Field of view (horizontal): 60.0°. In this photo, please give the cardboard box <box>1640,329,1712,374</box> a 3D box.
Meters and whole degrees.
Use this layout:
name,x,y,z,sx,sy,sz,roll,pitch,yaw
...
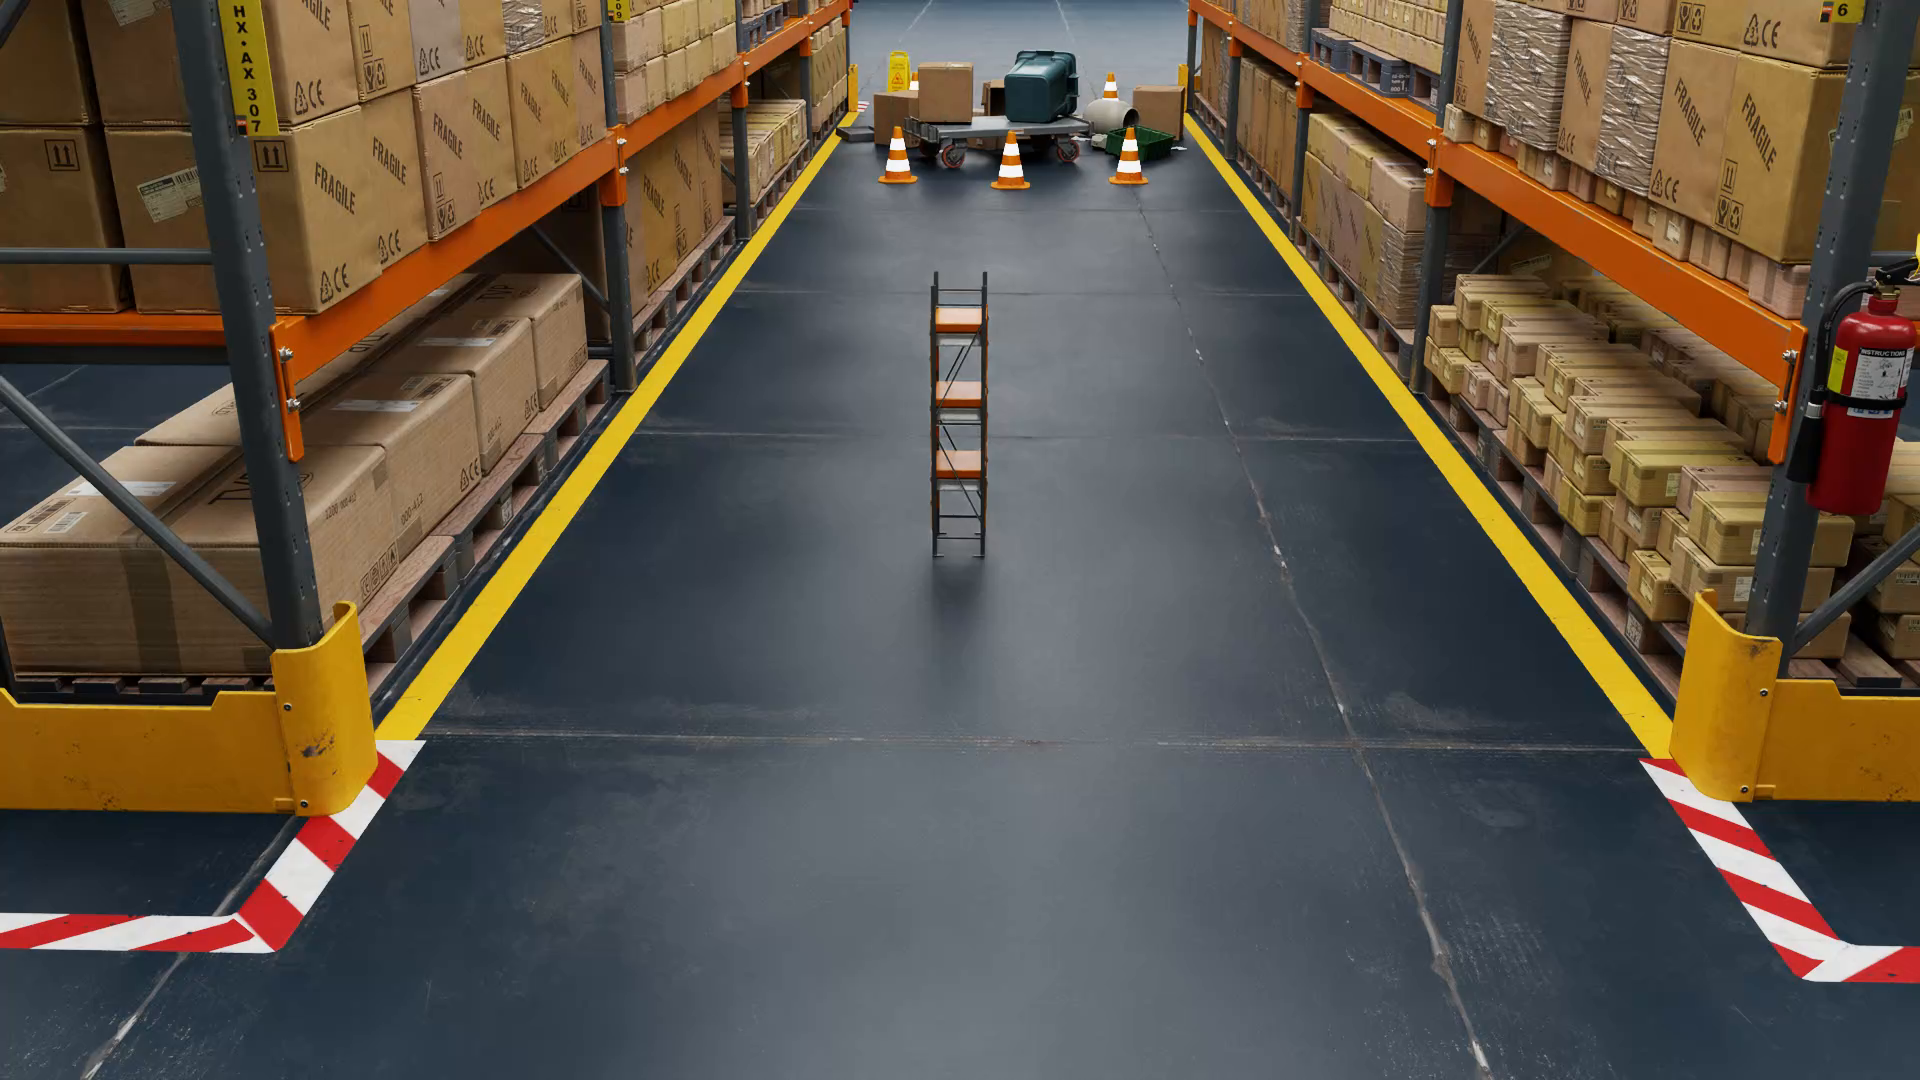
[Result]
name,x,y,z,sx,sy,sz,roll,pitch,yaw
cardboard box,3.074,-0.780,6.931,0.380,0.149,0.250,0,21,-1

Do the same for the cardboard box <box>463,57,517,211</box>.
name,x,y,z,sx,sy,sz,roll,pitch,yaw
cardboard box,-1.957,-1.479,6.056,0.500,0.500,0.500,1,21,3

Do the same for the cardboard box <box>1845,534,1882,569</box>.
name,x,y,z,sx,sy,sz,roll,pitch,yaw
cardboard box,3.010,0.014,5.297,0.380,0.149,0.250,1,21,1

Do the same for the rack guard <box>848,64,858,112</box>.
name,x,y,z,sx,sy,sz,roll,pitch,yaw
rack guard,-1.793,-5.306,19.513,1.175,0.500,0.348,1,21,2

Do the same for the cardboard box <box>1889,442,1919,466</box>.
name,x,y,z,sx,sy,sz,roll,pitch,yaw
cardboard box,3.052,-0.216,5.478,0.380,0.149,0.250,1,21,1

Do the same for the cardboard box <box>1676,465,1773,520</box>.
name,x,y,z,sx,sy,sz,roll,pitch,yaw
cardboard box,2.501,-0.125,5.241,0.380,0.149,0.250,1,21,3

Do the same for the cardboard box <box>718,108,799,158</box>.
name,x,y,z,sx,sy,sz,roll,pitch,yaw
cardboard box,-1.945,-3.574,14.645,0.950,0.372,0.625,2,21,5

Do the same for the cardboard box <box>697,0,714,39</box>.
name,x,y,z,sx,sy,sz,roll,pitch,yaw
cardboard box,-1.802,-3.221,10.200,0.500,0.250,0.500,0,21,0

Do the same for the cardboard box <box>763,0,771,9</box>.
name,x,y,z,sx,sy,sz,roll,pitch,yaw
cardboard box,-1.741,-4.384,13.449,0.380,0.149,0.250,1,21,3

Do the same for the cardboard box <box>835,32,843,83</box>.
name,x,y,z,sx,sy,sz,roll,pitch,yaw
cardboard box,-1.567,-5.281,18.177,0.500,0.500,0.500,1,21,4

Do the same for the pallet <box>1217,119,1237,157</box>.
name,x,y,z,sx,sy,sz,roll,pitch,yaw
pallet,3.139,-4.009,16.569,1.003,0.211,1.213,1,21,2

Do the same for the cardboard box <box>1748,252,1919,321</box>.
name,x,y,z,sx,sy,sz,roll,pitch,yaw
cardboard box,2.400,-0.700,4.533,0.380,0.149,0.250,1,21,2

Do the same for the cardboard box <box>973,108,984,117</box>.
name,x,y,z,sx,sy,sz,roll,pitch,yaw
cardboard box,0.188,-4.674,18.370,0.380,0.149,0.250,13,25,29

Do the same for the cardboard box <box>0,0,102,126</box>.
name,x,y,z,sx,sy,sz,roll,pitch,yaw
cardboard box,-2.501,-1.404,4.479,0.500,0.500,0.500,1,21,3

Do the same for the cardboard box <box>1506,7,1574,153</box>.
name,x,y,z,sx,sy,sz,roll,pitch,yaw
cardboard box,2.469,-1.791,6.448,0.500,0.500,0.500,0,21,0

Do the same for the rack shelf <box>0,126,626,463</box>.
name,x,y,z,sx,sy,sz,roll,pitch,yaw
rack shelf,-2.217,-1.102,6.216,1.077,0.370,4.000,1,21,2

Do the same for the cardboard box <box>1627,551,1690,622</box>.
name,x,y,z,sx,sy,sz,roll,pitch,yaw
cardboard box,2.387,0.151,5.355,0.380,0.149,0.250,1,21,3

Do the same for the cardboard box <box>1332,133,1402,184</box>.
name,x,y,z,sx,sy,sz,roll,pitch,yaw
cardboard box,2.610,-2.360,10.302,0.500,0.250,0.500,1,21,2

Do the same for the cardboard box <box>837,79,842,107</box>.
name,x,y,z,sx,sy,sz,roll,pitch,yaw
cardboard box,-1.570,-4.930,18.310,0.500,0.250,0.500,1,21,2

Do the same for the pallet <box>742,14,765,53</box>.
name,x,y,z,sx,sy,sz,roll,pitch,yaw
pallet,-2.119,-3.776,12.379,1.213,0.211,1.003,1,21,2

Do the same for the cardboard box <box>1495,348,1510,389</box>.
name,x,y,z,sx,sy,sz,roll,pitch,yaw
cardboard box,2.563,-0.742,7.243,0.380,0.149,0.250,0,21,-1

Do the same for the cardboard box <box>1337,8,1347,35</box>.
name,x,y,z,sx,sy,sz,roll,pitch,yaw
cardboard box,2.693,-3.411,10.939,0.380,0.149,0.250,2,21,4

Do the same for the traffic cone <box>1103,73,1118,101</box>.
name,x,y,z,sx,sy,sz,roll,pitch,yaw
traffic cone,1.724,-5.122,19.090,0.336,0.463,0.334,1,21,2

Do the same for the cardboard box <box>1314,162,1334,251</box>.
name,x,y,z,sx,sy,sz,roll,pitch,yaw
cardboard box,2.628,-2.184,10.887,0.500,0.500,0.500,1,21,2

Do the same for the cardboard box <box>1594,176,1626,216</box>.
name,x,y,z,sx,sy,sz,roll,pitch,yaw
cardboard box,2.519,-1.261,5.979,0.380,0.149,0.250,1,21,3

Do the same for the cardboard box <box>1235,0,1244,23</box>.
name,x,y,z,sx,sy,sz,roll,pitch,yaw
cardboard box,2.753,-4.894,14.858,0.500,0.500,0.500,1,21,2

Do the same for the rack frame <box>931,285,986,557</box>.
name,x,y,z,sx,sy,sz,roll,pitch,yaw
rack frame,-0.005,-0.426,6.175,0.200,1.050,0.008,1,21,2

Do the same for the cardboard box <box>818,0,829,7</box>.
name,x,y,z,sx,sy,sz,roll,pitch,yaw
cardboard box,-1.534,-5.508,16.926,0.380,0.149,0.250,1,21,2

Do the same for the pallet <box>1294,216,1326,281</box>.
name,x,y,z,sx,sy,sz,roll,pitch,yaw
pallet,2.891,-2.006,11.407,1.003,0.211,1.213,1,21,2

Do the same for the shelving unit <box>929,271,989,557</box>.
name,x,y,z,sx,sy,sz,roll,pitch,yaw
shelving unit,-0.002,-0.470,6.289,0.215,1.050,0.252,1,21,2

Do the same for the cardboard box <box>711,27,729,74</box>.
name,x,y,z,sx,sy,sz,roll,pitch,yaw
cardboard box,-1.790,-3.166,10.749,0.500,0.250,0.500,1,21,3

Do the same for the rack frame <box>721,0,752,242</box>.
name,x,y,z,sx,sy,sz,roll,pitch,yaw
rack frame,-2.034,-3.607,11.677,1.000,3.000,0.127,1,21,2

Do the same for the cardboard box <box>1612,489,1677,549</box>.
name,x,y,z,sx,sy,sz,roll,pitch,yaw
cardboard box,2.418,-0.083,5.546,0.380,0.149,0.250,0,21,-1

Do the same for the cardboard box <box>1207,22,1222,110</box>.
name,x,y,z,sx,sy,sz,roll,pitch,yaw
cardboard box,3.180,-5.122,17.940,0.875,0.875,0.875,0,21,1

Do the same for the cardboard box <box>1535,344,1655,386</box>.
name,x,y,z,sx,sy,sz,roll,pitch,yaw
cardboard box,2.551,-0.688,6.694,0.380,0.149,0.250,0,21,-1

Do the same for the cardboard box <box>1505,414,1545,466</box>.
name,x,y,z,sx,sy,sz,roll,pitch,yaw
cardboard box,2.464,-0.411,6.803,0.380,0.149,0.250,0,21,0

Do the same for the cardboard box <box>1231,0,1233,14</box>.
name,x,y,z,sx,sy,sz,roll,pitch,yaw
cardboard box,3.037,-5.238,15.675,0.875,0.550,0.550,1,21,2

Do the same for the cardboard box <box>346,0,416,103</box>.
name,x,y,z,sx,sy,sz,roll,pitch,yaw
cardboard box,-1.970,-1.584,4.944,0.500,0.500,0.500,0,21,0

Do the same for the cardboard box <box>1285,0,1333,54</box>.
name,x,y,z,sx,sy,sz,roll,pitch,yaw
cardboard box,2.662,-3.801,12.040,0.500,0.500,0.500,1,21,2

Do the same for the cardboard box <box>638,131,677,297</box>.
name,x,y,z,sx,sy,sz,roll,pitch,yaw
cardboard box,-2.197,-1.917,9.680,0.875,0.875,0.875,1,21,3

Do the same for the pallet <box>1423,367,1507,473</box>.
name,x,y,z,sx,sy,sz,roll,pitch,yaw
pallet,2.810,-0.599,7.781,1.003,0.211,1.213,1,21,2

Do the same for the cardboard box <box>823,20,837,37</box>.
name,x,y,z,sx,sy,sz,roll,pitch,yaw
cardboard box,-1.519,-5.453,17.723,0.380,0.149,0.250,2,21,4

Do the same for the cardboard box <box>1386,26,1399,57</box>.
name,x,y,z,sx,sy,sz,roll,pitch,yaw
cardboard box,2.645,-2.838,9.463,0.380,0.149,0.250,2,21,4

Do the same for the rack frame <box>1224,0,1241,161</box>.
name,x,y,z,sx,sy,sz,roll,pitch,yaw
rack frame,3.038,-5.035,15.358,1.000,3.000,0.127,1,21,2

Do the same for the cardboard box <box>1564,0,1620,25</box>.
name,x,y,z,sx,sy,sz,roll,pitch,yaw
cardboard box,2.474,-2.078,5.807,0.500,0.500,0.500,0,21,0

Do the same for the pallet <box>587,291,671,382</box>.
name,x,y,z,sx,sy,sz,roll,pitch,yaw
pallet,-2.208,-1.140,9.175,1.003,0.211,1.213,1,21,2

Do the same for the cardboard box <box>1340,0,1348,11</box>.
name,x,y,z,sx,sy,sz,roll,pitch,yaw
cardboard box,2.695,-3.535,10.849,0.380,0.149,0.250,2,21,4

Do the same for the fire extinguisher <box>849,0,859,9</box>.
name,x,y,z,sx,sy,sz,roll,pitch,yaw
fire extinguisher,-1.327,-6.499,19.240,0.296,0.674,0.183,1,21,2

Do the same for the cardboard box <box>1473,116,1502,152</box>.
name,x,y,z,sx,sy,sz,roll,pitch,yaw
cardboard box,2.525,-1.832,7.451,0.380,0.149,0.250,1,21,3

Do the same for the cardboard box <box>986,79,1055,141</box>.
name,x,y,z,sx,sy,sz,roll,pitch,yaw
cardboard box,0.666,-4.397,16.979,0.797,0.637,0.503,1,21,2

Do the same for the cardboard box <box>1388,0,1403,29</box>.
name,x,y,z,sx,sy,sz,roll,pitch,yaw
cardboard box,2.646,-2.982,9.424,0.380,0.149,0.250,1,21,2
